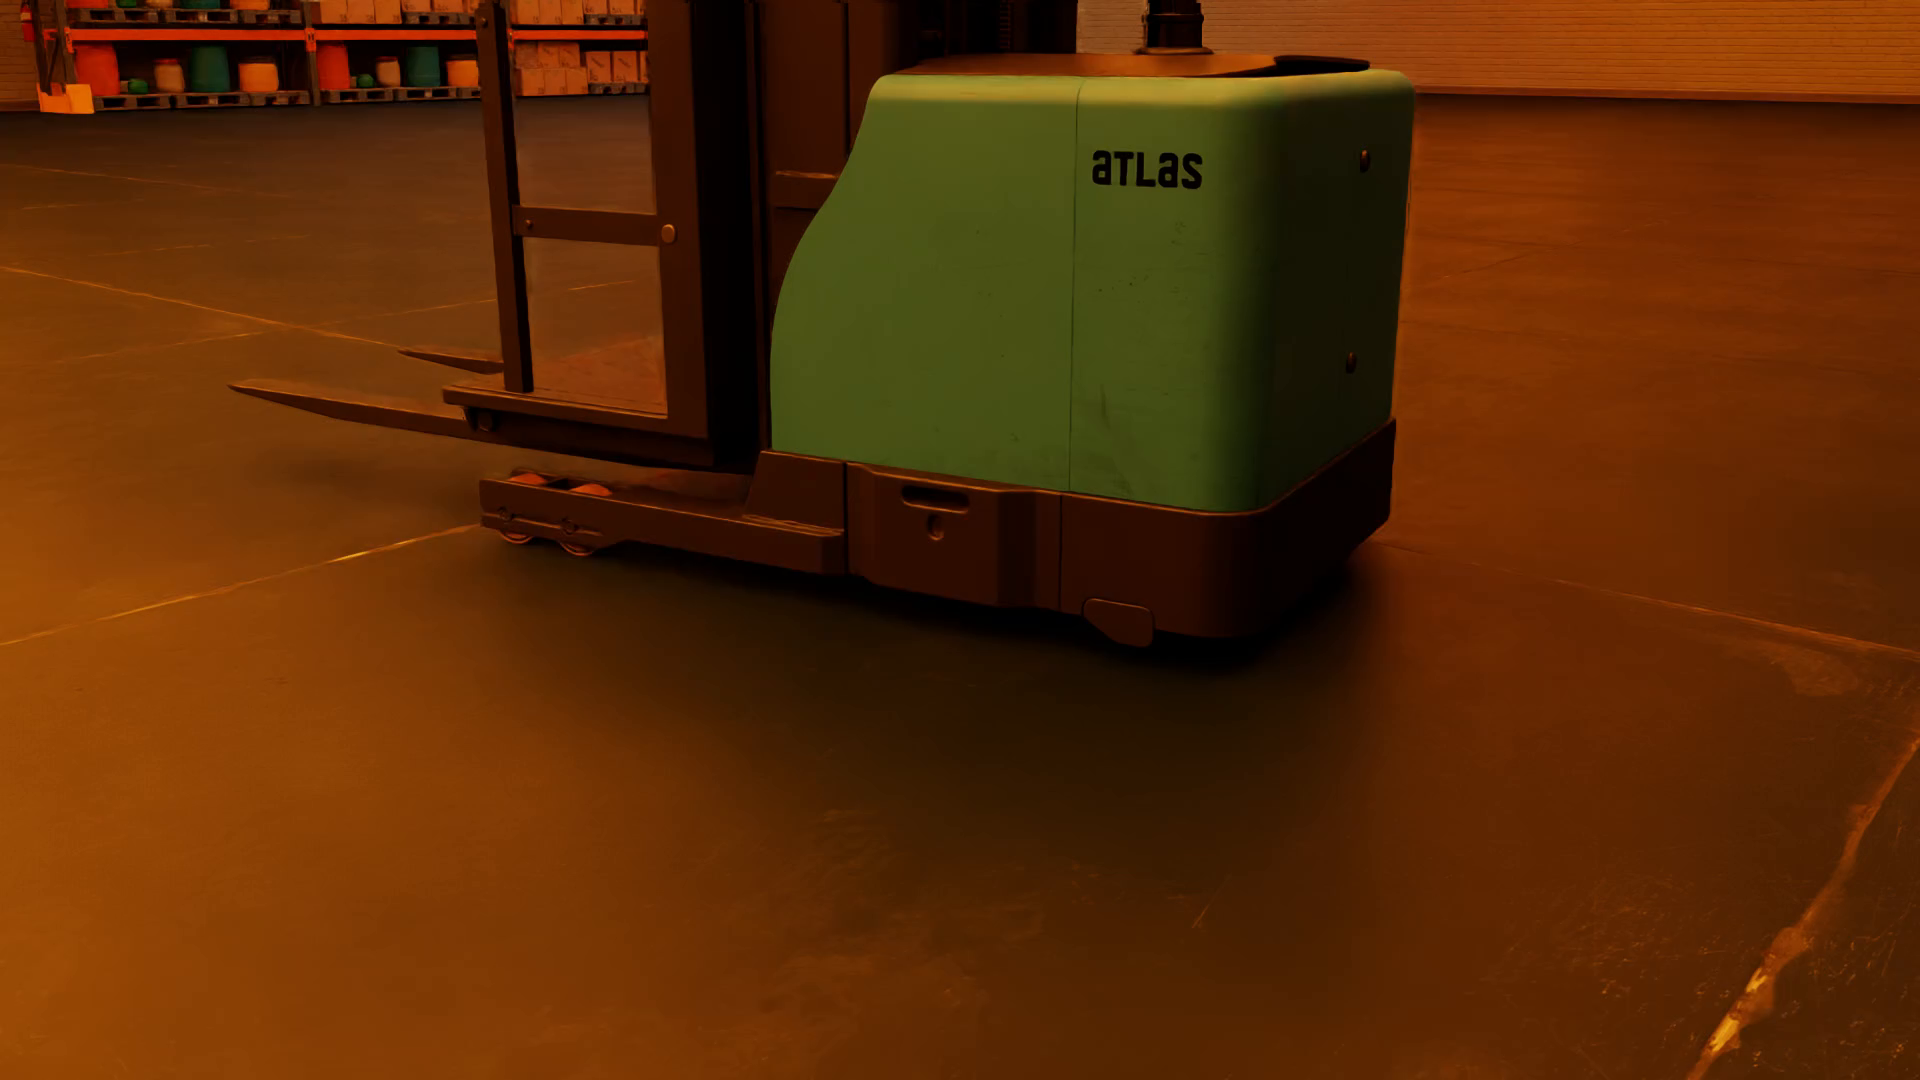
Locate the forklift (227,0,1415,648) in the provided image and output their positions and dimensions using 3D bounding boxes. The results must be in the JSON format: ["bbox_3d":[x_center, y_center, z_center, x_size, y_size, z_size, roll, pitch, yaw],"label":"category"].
[{"bbox_3d":[-0.540,-1.487,3.794,3.031,2.935,1.130,9,19,28],"label":"forklift"}]
